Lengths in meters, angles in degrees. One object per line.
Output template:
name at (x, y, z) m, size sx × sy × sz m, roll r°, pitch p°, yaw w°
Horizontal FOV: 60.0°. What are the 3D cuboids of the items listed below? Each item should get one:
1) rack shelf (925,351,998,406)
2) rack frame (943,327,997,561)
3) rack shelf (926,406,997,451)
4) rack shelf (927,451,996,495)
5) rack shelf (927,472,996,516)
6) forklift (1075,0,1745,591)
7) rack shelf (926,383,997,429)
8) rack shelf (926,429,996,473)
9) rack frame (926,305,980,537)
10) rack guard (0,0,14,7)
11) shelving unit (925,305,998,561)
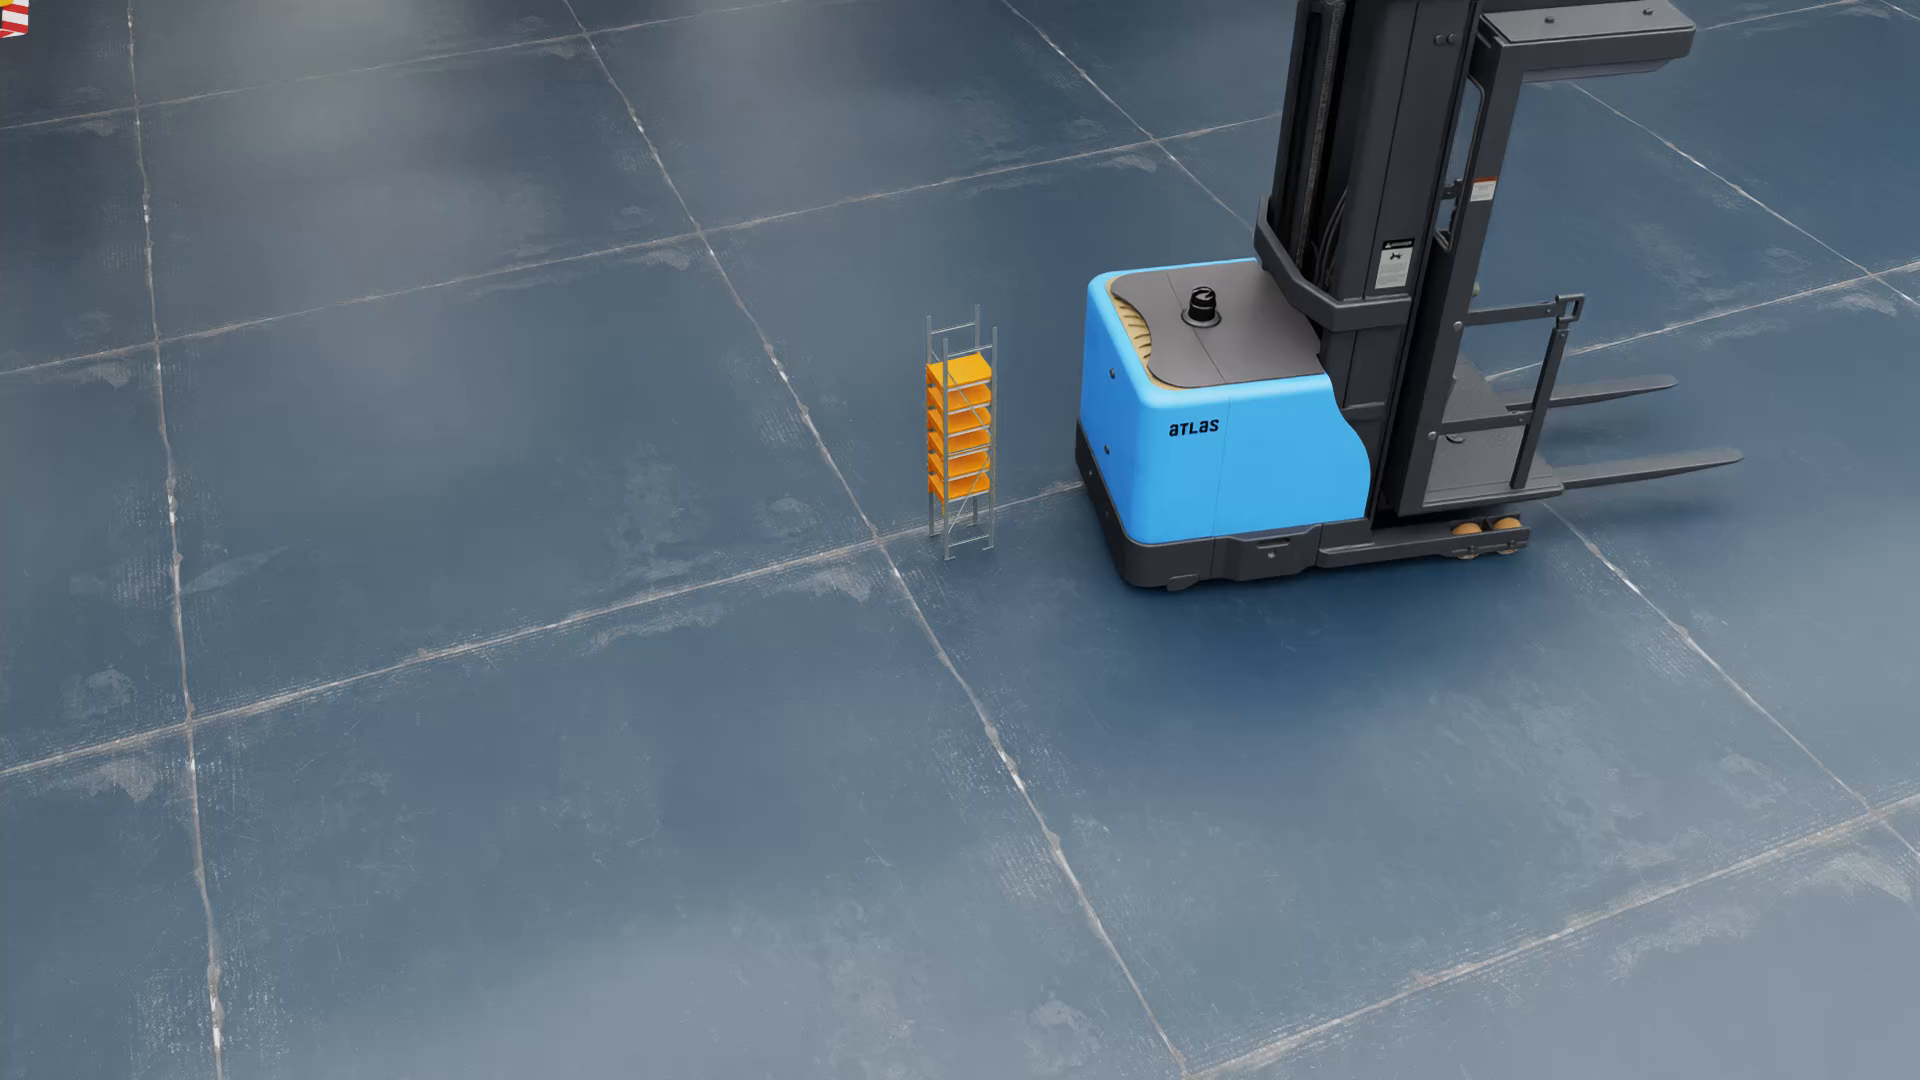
rack shelf at (0.006, -0.685, 7.062) m, size 0.258 × 0.103 × 0.180 m, roll -15°, pitch 43°, yaw -17°
rack frame at (0.041, -0.391, 7.203) m, size 0.240 × 1.200 × 0.006 m, roll -15°, pitch 43°, yaw -17°
rack shelf at (0.006, -0.504, 7.218) m, size 0.258 × 0.103 × 0.180 m, roll -15°, pitch 43°, yaw -17°
rack shelf at (0.006, -0.322, 7.374) m, size 0.258 × 0.103 × 0.180 m, roll -15°, pitch 43°, yaw -17°
rack shelf at (0.006, -0.231, 7.453) m, size 0.258 × 0.103 × 0.180 m, roll -15°, pitch 43°, yaw -17°
forklift at (2.122, -1.357, 6.998) m, size 3.031 × 2.935 × 1.130 m, roll -7°, pitch 41°, yaw -8°
rack shelf at (0.006, -0.594, 7.140) m, size 0.258 × 0.103 × 0.180 m, roll -15°, pitch 43°, yaw -17°
rack shelf at (0.006, -0.413, 7.296) m, size 0.258 × 0.103 × 0.180 m, roll -15°, pitch 43°, yaw -17°
rack frame at (-0.029, -0.501, 7.331) m, size 0.240 × 1.200 × 0.006 m, roll -15°, pitch 43°, yaw -17°
rack guard at (-7.583, -4.091, 12.043) m, size 1.175 × 0.500 × 0.348 m, roll -15°, pitch 43°, yaw -17°
shelving unit at (0.006, -0.446, 7.267) m, size 0.258 × 1.200 × 0.189 m, roll -15°, pitch 43°, yaw -17°
